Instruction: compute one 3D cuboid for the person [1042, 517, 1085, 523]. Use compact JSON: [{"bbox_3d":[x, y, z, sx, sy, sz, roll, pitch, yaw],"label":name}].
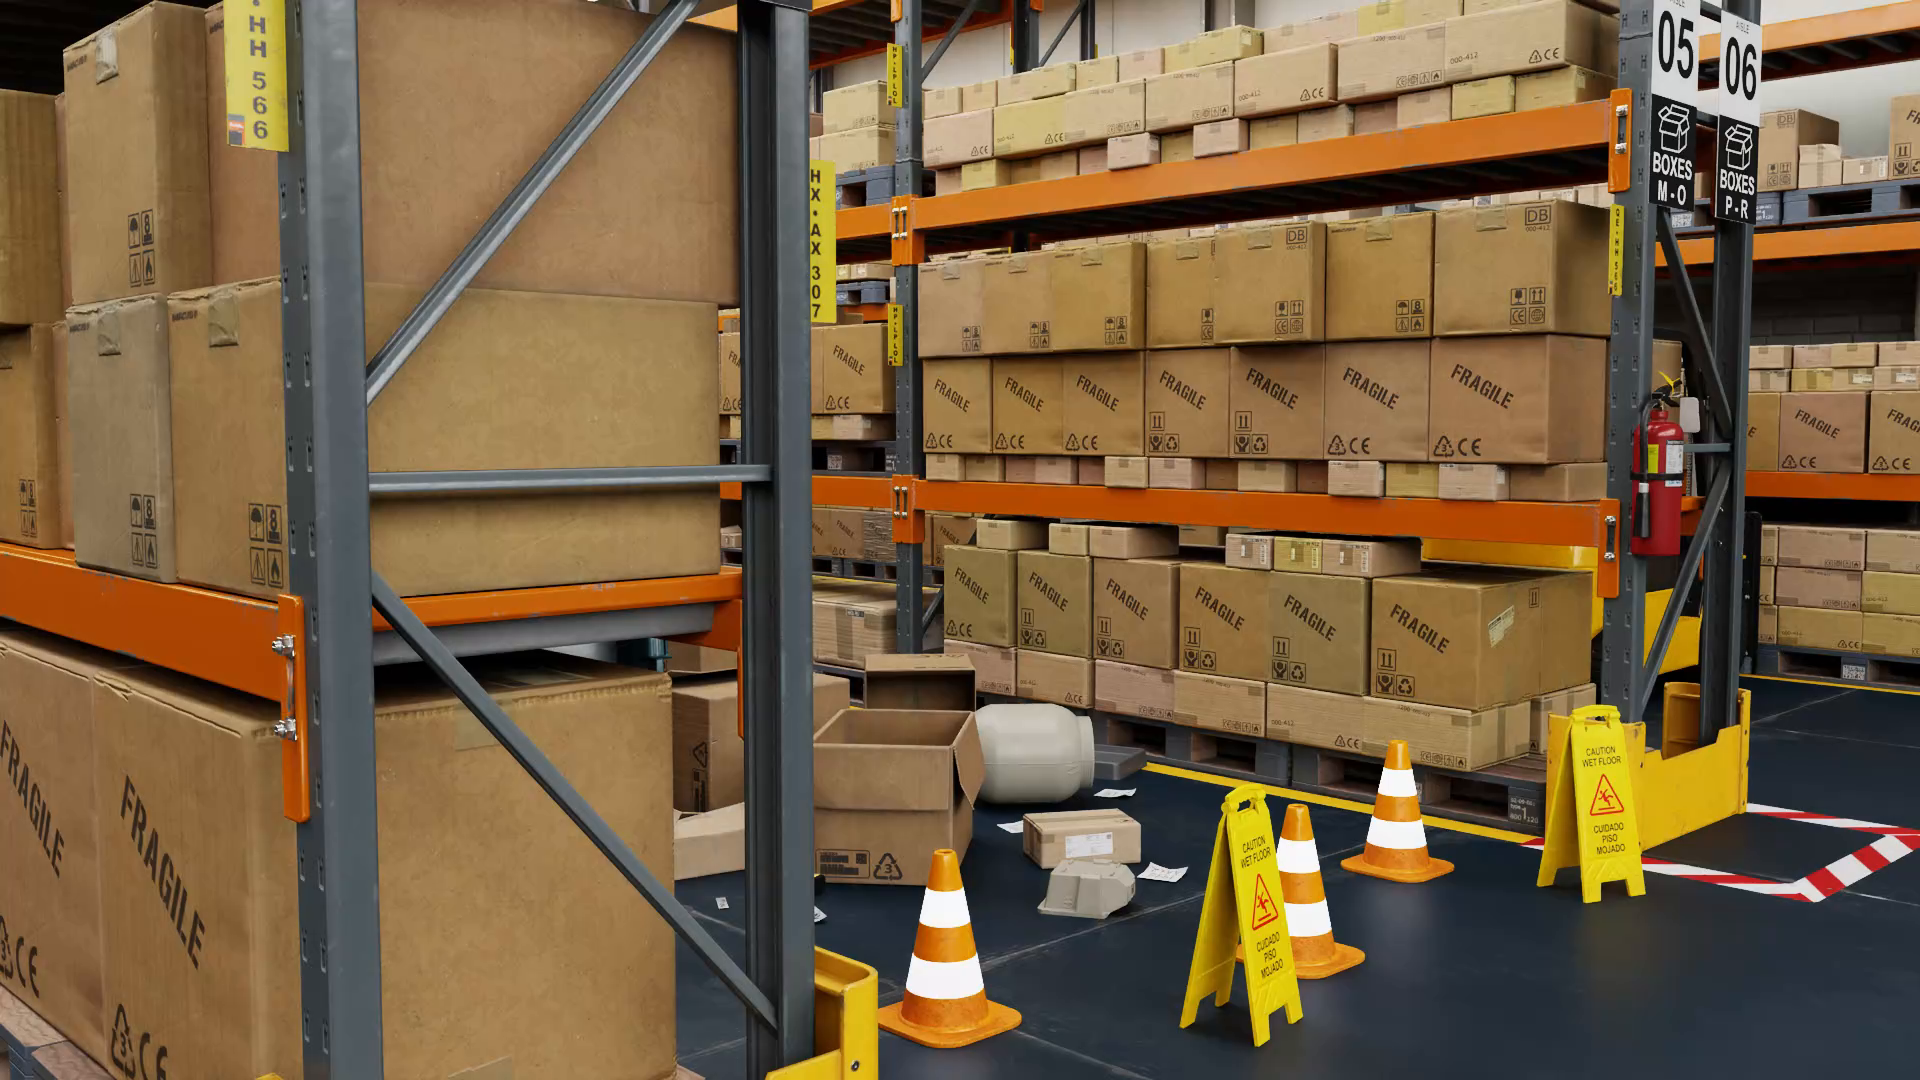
[{"bbox_3d":[0.682,-0.080,11.990,0.888,1.633,0.503,4,6,44],"label":"person"}]
